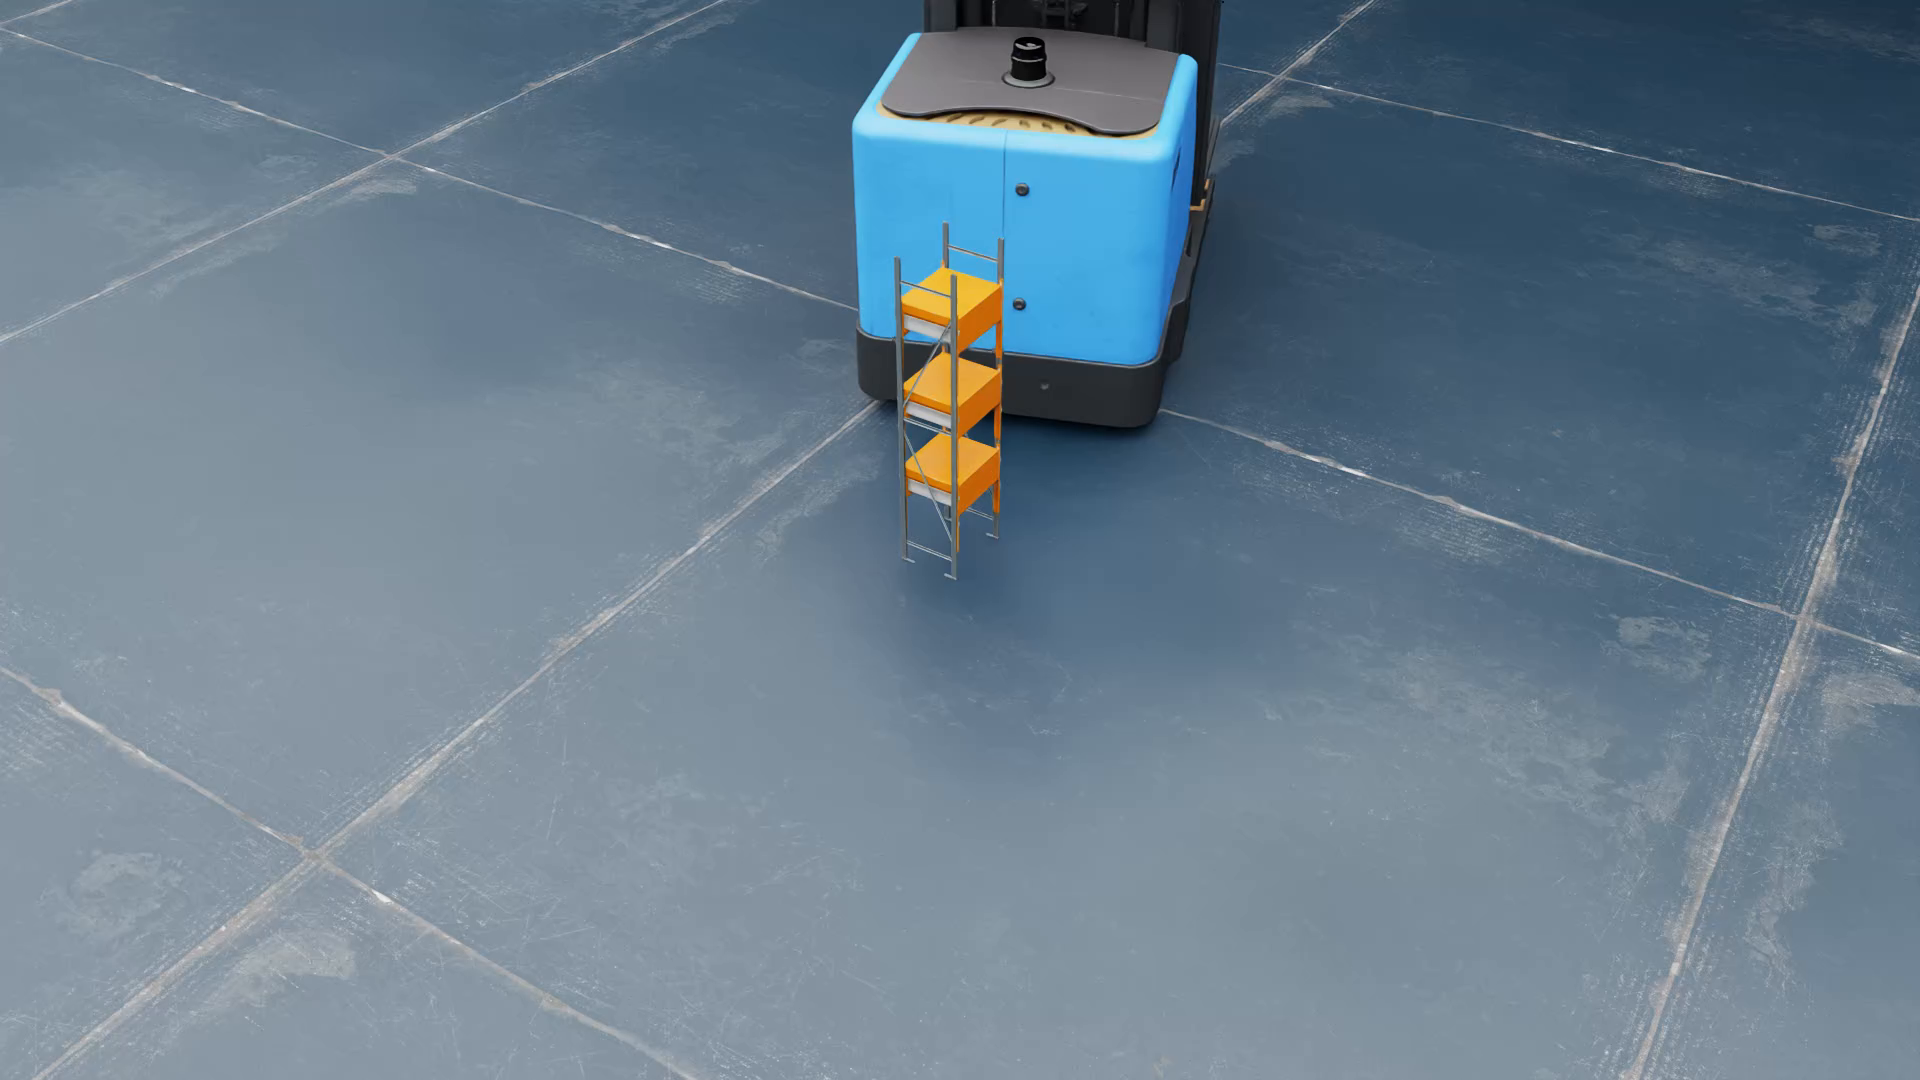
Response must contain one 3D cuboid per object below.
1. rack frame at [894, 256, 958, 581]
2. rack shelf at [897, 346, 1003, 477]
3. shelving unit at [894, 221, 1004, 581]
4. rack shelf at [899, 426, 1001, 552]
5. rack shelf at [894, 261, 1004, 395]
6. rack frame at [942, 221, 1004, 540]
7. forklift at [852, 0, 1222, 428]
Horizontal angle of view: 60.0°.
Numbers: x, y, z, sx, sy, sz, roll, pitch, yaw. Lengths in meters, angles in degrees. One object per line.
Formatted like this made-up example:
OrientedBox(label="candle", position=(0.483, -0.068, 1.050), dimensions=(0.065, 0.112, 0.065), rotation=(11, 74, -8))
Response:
OrientedBox(label="rack frame", position=(-0.094, -0.325, 4.812), dimensions=(0.200, 1.050, 0.008), rotation=(21, 42, 25))
OrientedBox(label="rack shelf", position=(-0.029, -0.380, 4.900), dimensions=(0.215, 0.259, 0.240), rotation=(21, 42, 25))
OrientedBox(label="shelving unit", position=(-0.029, -0.388, 4.894), dimensions=(0.215, 1.050, 0.252), rotation=(21, 42, 25))
OrientedBox(label="rack shelf", position=(-0.029, -0.160, 5.070), dimensions=(0.215, 0.259, 0.240), rotation=(21, 42, 25))
OrientedBox(label="rack shelf", position=(-0.029, -0.605, 4.727), dimensions=(0.215, 0.259, 0.240), rotation=(21, 42, 25))
OrientedBox(label="rack frame", position=(0.037, -0.451, 4.975), dimensions=(0.200, 1.050, 0.008), rotation=(21, 42, 25))
OrientedBox(label="forklift", position=(0.460, -2.441, 6.016), dimensions=(1.130, 2.935, 3.031), rotation=(8, 38, 10))
